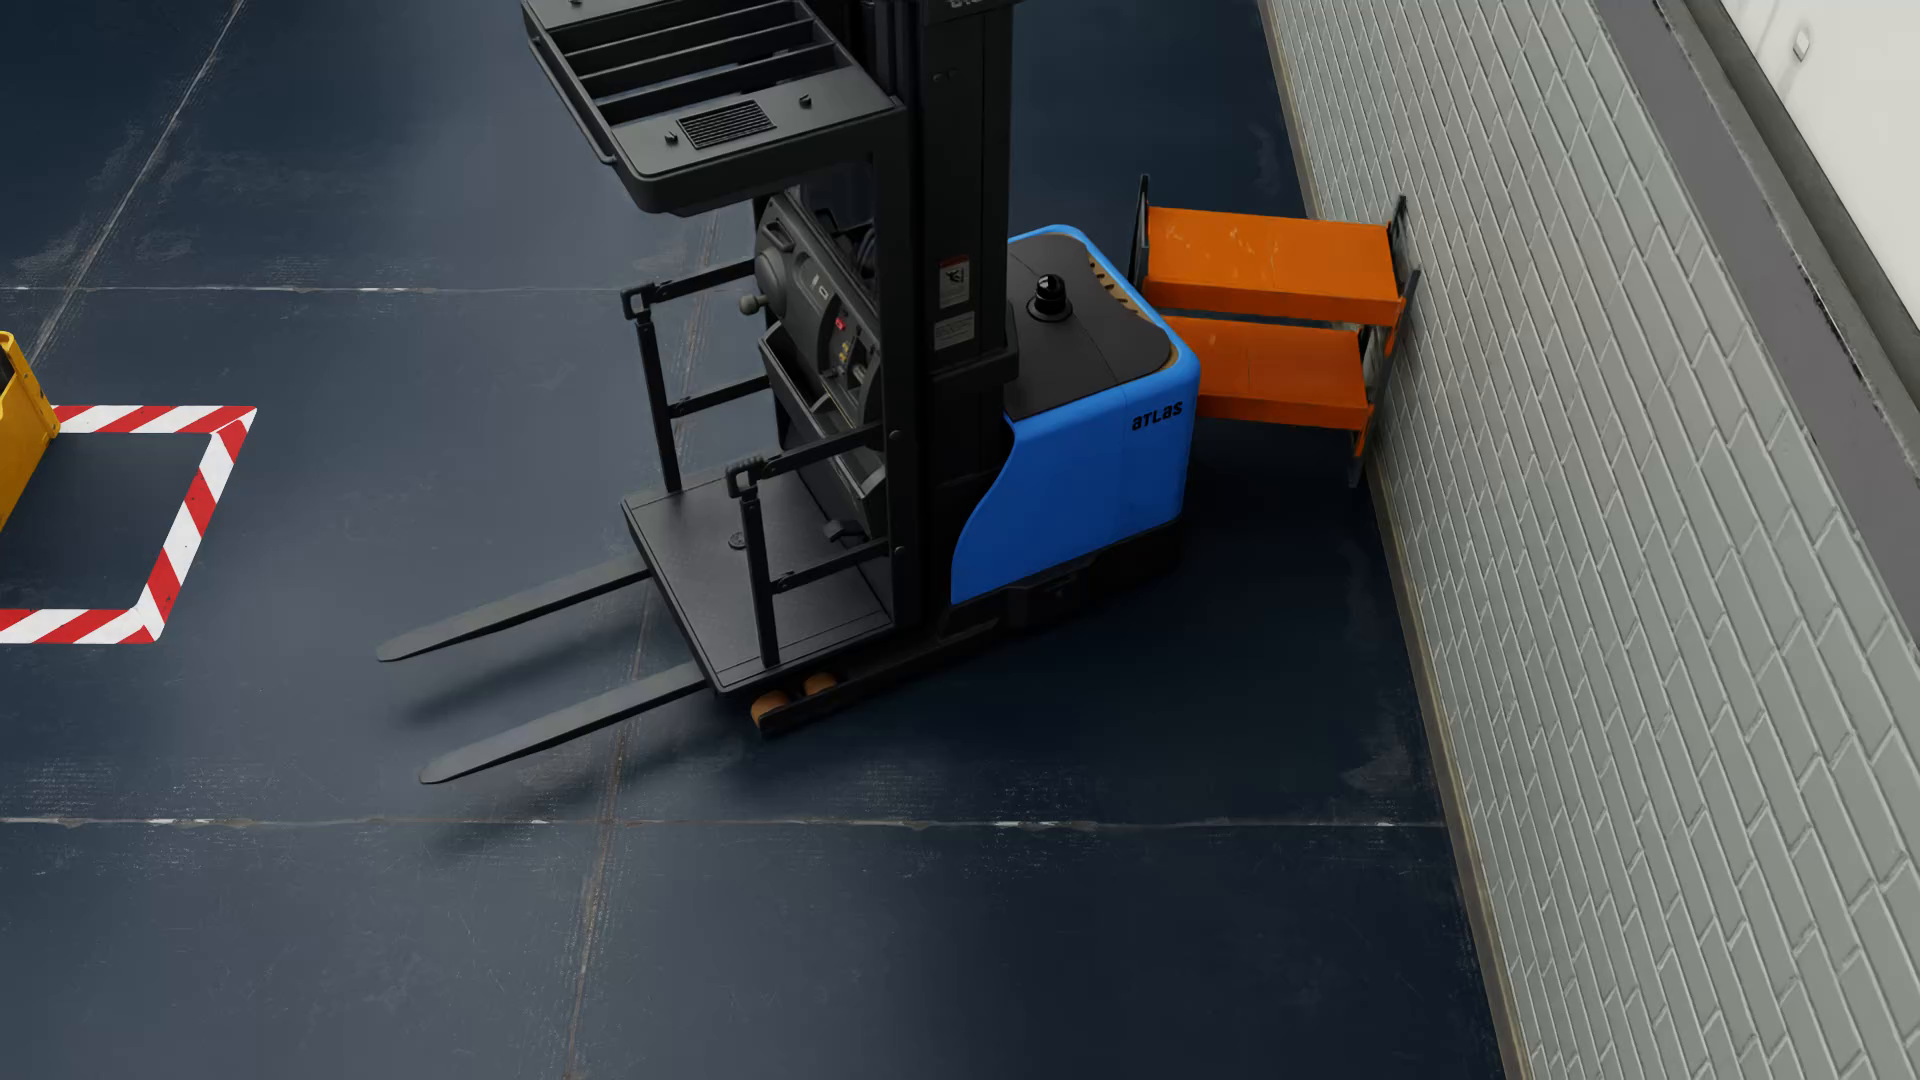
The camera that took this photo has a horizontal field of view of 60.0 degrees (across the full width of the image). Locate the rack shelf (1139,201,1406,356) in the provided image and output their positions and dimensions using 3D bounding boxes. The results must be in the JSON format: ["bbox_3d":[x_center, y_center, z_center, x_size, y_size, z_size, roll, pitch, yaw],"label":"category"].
[{"bbox_3d":[1.210,-1.041,6.592,1.000,0.278,0.538,5,45,1],"label":"rack shelf"}]

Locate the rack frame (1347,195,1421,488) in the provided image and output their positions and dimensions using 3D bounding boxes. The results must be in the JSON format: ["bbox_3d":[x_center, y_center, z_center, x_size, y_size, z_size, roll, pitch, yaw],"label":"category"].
[{"bbox_3d":[1.703,-0.792,6.789,0.032,1.125,0.500,5,45,1],"label":"rack frame"}]

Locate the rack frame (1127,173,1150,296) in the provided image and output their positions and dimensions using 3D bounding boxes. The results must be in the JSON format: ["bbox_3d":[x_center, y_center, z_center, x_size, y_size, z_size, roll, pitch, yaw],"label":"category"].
[{"bbox_3d":[0.690,-0.880,6.811,0.032,1.125,0.500,5,45,1],"label":"rack frame"}]

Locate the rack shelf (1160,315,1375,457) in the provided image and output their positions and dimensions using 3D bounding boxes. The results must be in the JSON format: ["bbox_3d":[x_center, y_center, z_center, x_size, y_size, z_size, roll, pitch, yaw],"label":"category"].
[{"bbox_3d":[1.185,-0.665,6.975,1.000,0.278,0.538,5,45,1],"label":"rack shelf"}]

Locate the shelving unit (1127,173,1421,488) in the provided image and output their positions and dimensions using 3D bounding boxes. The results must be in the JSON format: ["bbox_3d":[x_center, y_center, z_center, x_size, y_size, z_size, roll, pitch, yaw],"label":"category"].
[{"bbox_3d":[1.196,-0.836,6.800,1.048,1.125,0.538,5,45,1],"label":"shelving unit"}]

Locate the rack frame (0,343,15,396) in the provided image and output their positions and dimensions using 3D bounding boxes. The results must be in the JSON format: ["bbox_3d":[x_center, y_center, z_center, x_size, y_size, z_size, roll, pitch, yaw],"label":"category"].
[{"bbox_3d":[-4.039,-1.127,5.831,0.127,3.000,1.000,0,47,0],"label":"rack frame"}]

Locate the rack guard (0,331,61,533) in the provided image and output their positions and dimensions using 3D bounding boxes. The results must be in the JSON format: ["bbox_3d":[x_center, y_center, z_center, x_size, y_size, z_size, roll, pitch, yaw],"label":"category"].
[{"bbox_3d":[-4.115,-0.276,6.746,0.348,0.500,1.175,0,47,0],"label":"rack guard"}]

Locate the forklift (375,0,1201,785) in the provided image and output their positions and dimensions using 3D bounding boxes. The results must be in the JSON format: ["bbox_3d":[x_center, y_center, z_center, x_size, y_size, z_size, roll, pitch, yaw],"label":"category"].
[{"bbox_3d":[-0.663,-0.725,5.503,3.031,2.935,1.130,-21,50,-18],"label":"forklift"}]
